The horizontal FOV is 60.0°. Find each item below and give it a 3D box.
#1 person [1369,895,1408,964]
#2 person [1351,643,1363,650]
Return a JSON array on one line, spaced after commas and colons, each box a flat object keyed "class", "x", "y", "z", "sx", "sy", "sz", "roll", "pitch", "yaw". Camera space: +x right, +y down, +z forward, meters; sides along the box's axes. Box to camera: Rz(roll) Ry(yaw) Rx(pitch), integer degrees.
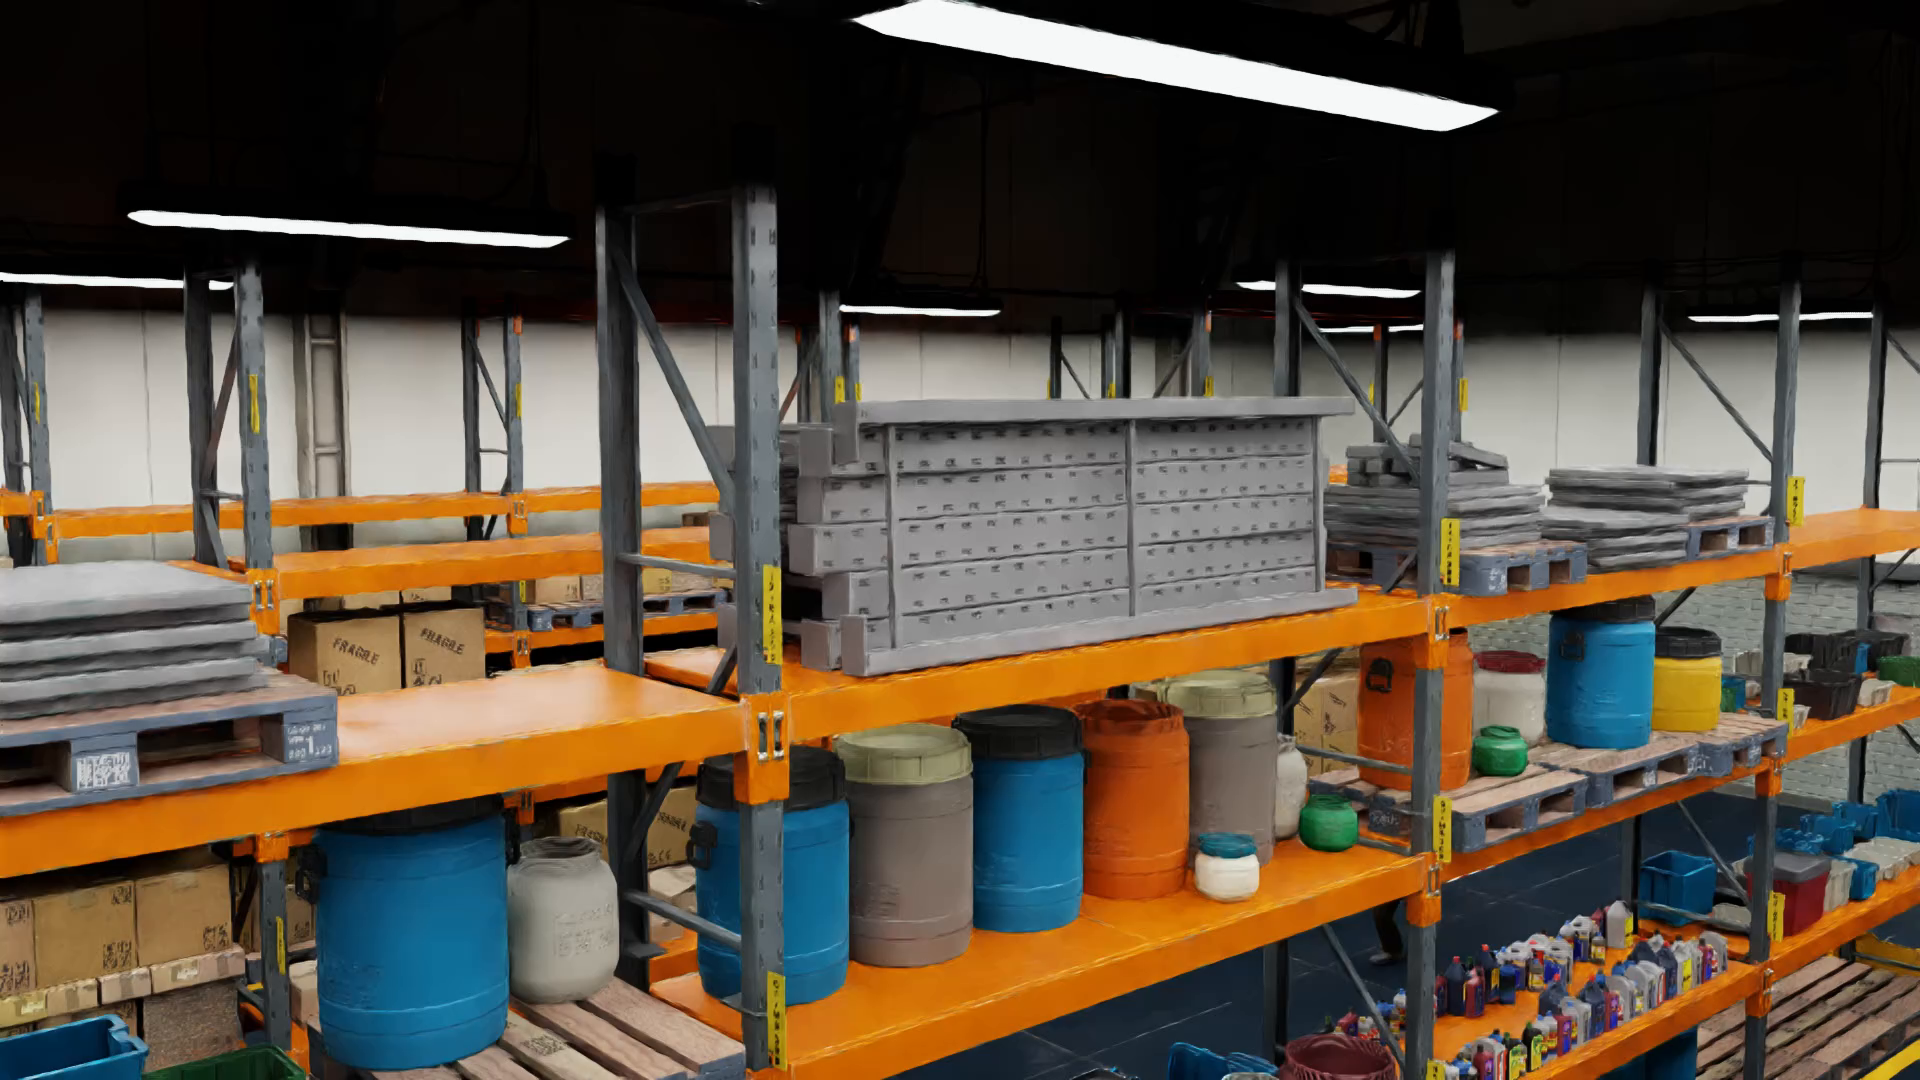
[{"class": "person", "x": 3.898, "y": 2.932, "z": 14.558, "sx": 0.546, "sy": 1.733, "sz": 0.729, "roll": -5, "pitch": 7, "yaw": -42}, {"class": "person", "x": 5.611, "y": 2.103, "z": 23.242, "sx": 1.044, "sy": 1.736, "sz": 0.567, "roll": -5, "pitch": 7, "yaw": -42}]
